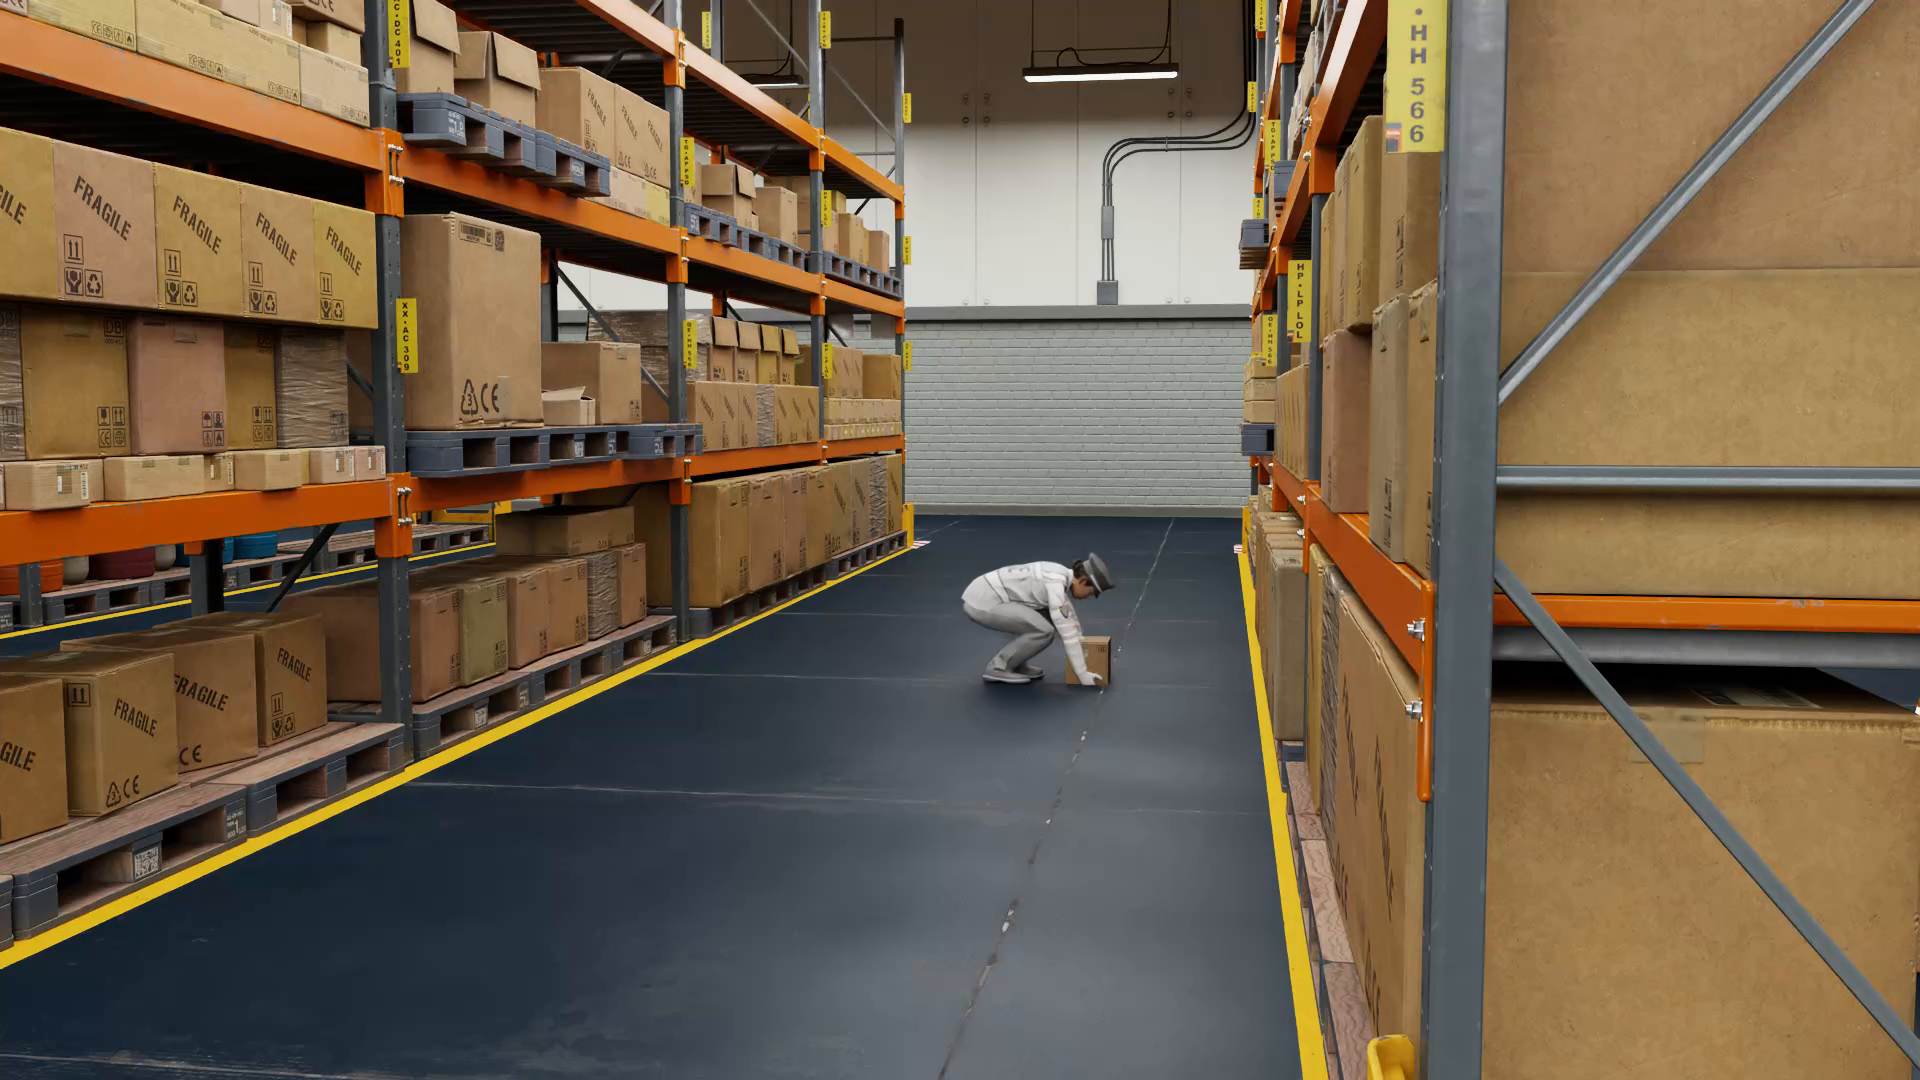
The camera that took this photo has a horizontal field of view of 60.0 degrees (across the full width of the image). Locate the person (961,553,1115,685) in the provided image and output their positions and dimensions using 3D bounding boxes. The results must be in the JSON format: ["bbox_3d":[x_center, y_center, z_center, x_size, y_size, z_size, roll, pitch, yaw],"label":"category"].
[{"bbox_3d":[0.466,0.465,9.867,0.907,0.781,0.454,1,5,7],"label":"person"}]
